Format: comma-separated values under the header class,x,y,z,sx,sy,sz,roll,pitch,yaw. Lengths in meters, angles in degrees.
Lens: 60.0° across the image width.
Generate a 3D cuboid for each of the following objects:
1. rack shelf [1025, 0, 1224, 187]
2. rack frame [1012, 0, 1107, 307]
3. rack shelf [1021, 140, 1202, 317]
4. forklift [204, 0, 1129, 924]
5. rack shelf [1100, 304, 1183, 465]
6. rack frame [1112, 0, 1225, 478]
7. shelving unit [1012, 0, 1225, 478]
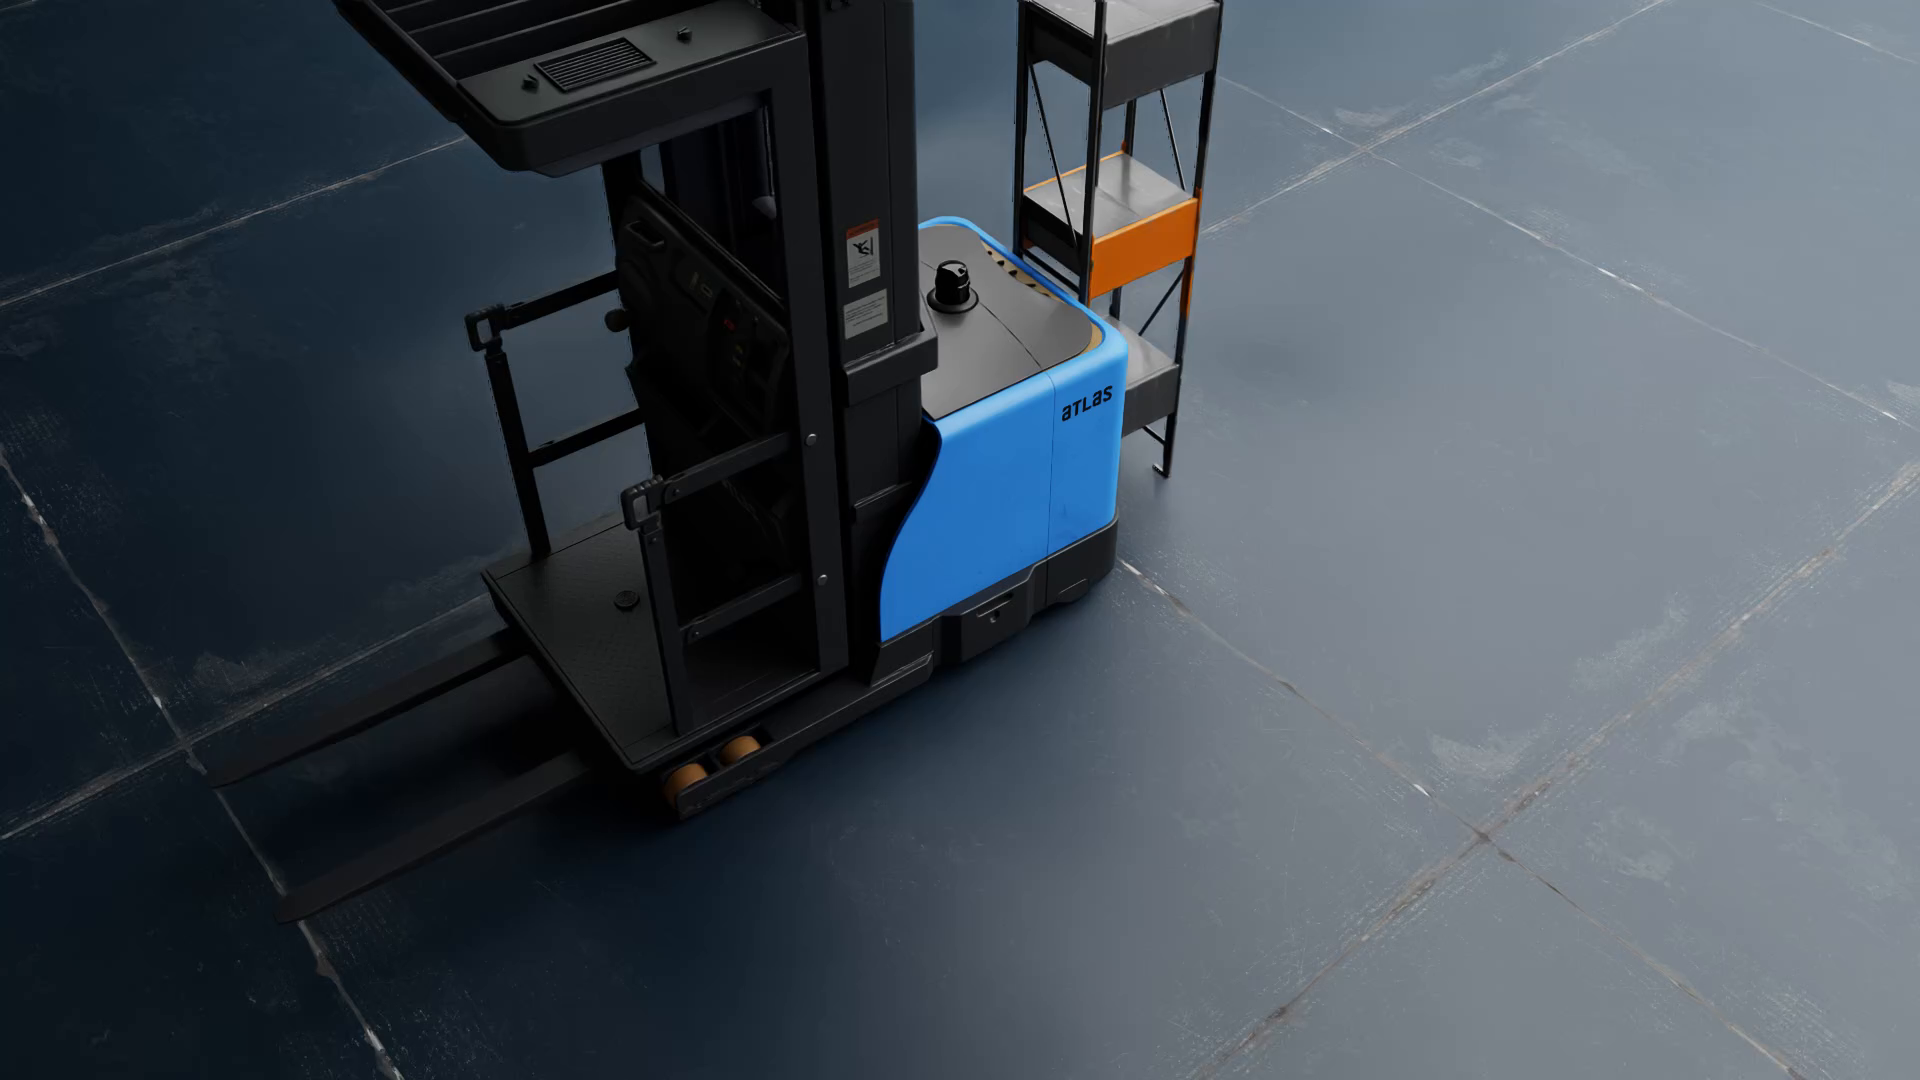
class,x,y,z,sx,sy,sz,roll,pitch,yaw
rack shelf,0.504,-1.520,5.332,0.480,0.518,0.431,-27,49,-26
rack frame,0.308,-0.921,5.697,0.015,2.100,0.400,-27,49,-26
rack shelf,0.504,-1.010,5.812,0.480,0.518,0.431,-27,49,-26
forklift,-0.925,-0.604,4.752,3.031,2.935,1.130,-27,49,-26
rack shelf,0.504,-0.500,6.291,0.480,0.518,0.431,-27,49,-26
rack frame,0.701,-1.119,5.908,0.015,2.100,0.400,-27,49,-26
shelving unit,0.504,-1.020,5.802,0.503,2.100,0.431,-27,49,-26
